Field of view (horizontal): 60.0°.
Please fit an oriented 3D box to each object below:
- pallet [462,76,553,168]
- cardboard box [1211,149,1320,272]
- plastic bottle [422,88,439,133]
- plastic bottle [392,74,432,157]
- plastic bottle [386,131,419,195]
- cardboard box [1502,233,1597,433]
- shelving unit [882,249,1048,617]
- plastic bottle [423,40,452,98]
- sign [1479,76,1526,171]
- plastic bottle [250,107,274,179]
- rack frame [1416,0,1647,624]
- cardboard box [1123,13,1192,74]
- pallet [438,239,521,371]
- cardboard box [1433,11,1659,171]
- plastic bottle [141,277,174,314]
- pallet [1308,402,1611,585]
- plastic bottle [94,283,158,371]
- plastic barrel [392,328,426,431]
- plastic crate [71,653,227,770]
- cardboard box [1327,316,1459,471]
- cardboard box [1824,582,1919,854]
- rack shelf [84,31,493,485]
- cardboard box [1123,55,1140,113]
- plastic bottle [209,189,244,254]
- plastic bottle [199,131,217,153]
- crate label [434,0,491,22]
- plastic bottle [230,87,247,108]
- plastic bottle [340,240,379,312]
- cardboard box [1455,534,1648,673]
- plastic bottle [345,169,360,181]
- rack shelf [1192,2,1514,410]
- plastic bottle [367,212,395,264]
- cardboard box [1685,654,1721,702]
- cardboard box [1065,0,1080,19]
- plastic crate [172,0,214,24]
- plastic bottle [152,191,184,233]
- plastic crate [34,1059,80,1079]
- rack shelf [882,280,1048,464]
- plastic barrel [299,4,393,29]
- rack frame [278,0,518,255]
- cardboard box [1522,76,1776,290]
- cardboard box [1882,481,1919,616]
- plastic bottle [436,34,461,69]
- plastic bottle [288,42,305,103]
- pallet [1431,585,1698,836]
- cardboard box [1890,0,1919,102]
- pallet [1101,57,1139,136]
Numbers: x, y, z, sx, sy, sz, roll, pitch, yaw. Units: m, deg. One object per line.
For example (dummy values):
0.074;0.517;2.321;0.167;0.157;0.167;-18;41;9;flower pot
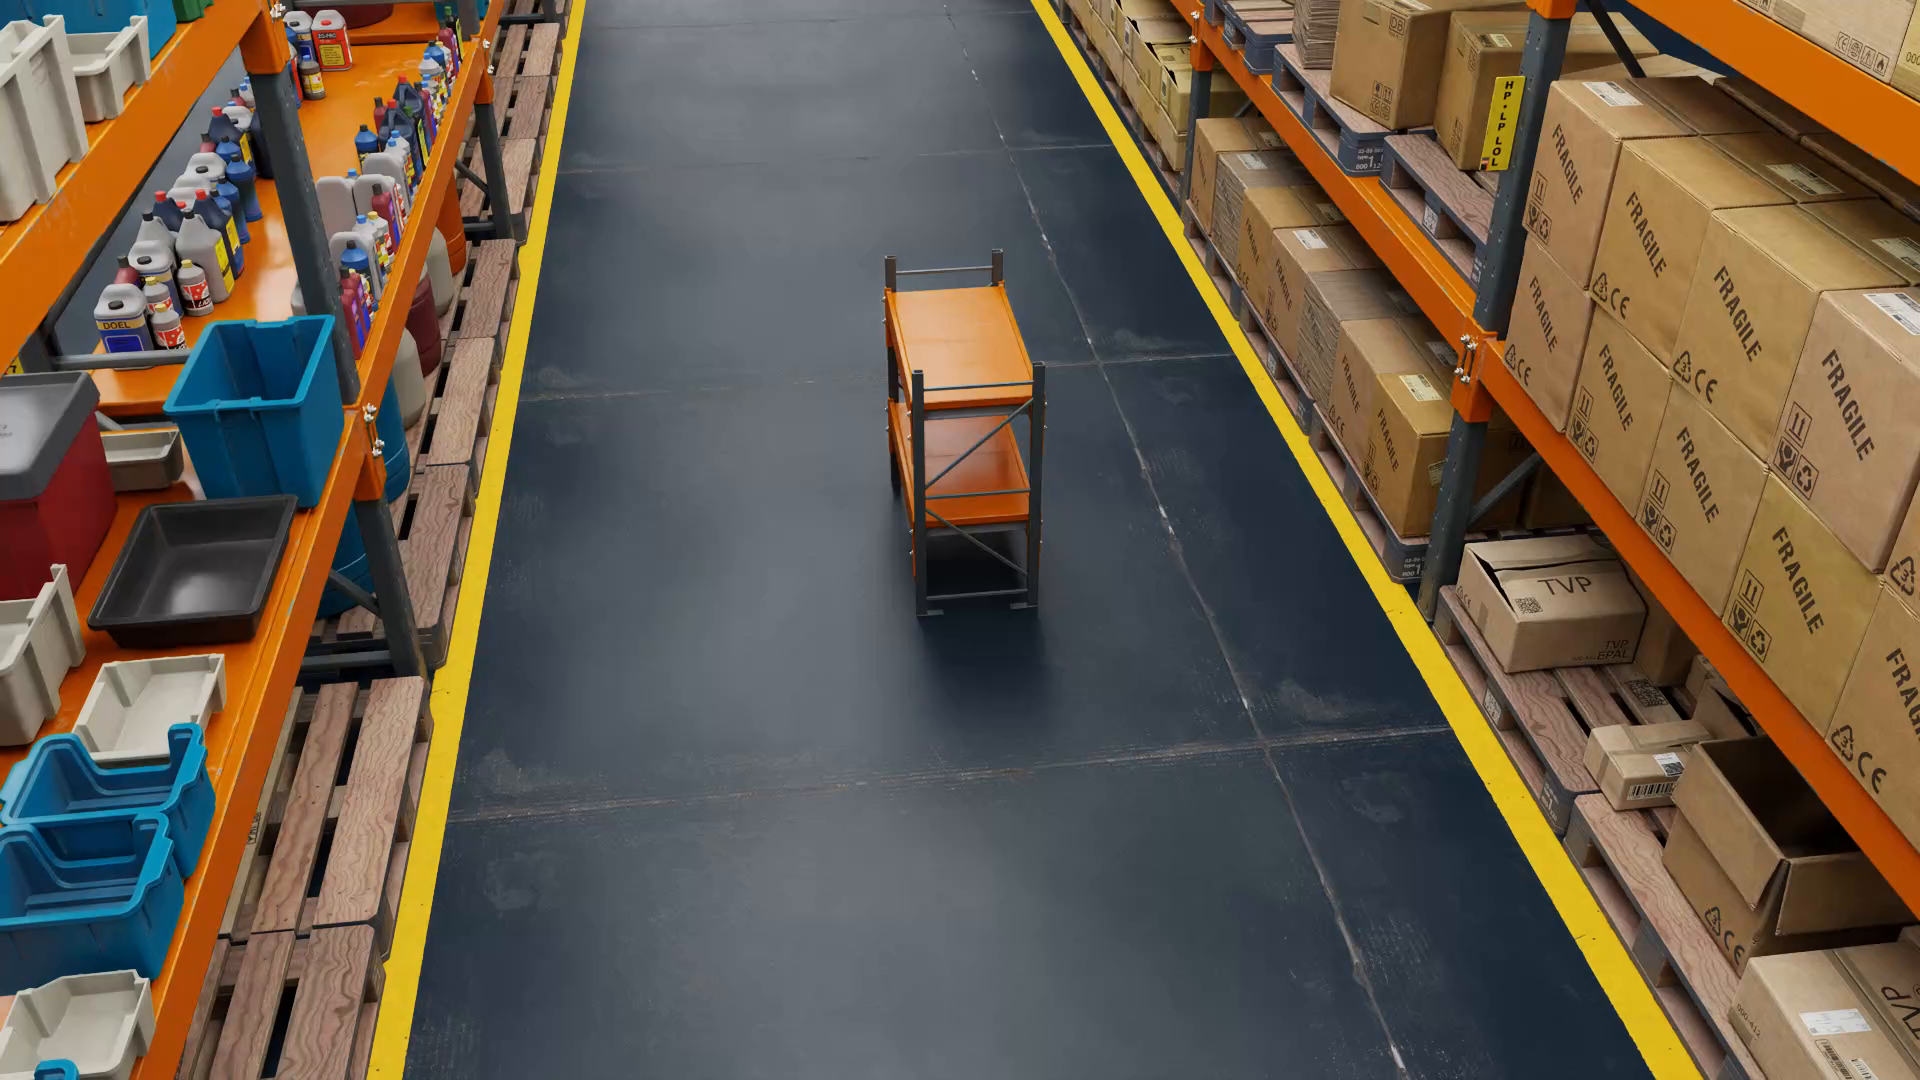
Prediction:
-3.292;-2.792;11.160;1.003;0.211;1.213;-4;35;-6;pallet
1.698;-1.784;9.034;0.500;0.500;0.500;-6;35;-8;cardboard box
-2.468;-1.979;7.667;0.097;0.201;0.097;0;34;0;plastic bottle
-2.454;-1.886;7.398;0.144;0.351;0.185;-4;35;-6;plastic bottle
-2.369;-1.599;7.047;0.097;0.271;0.097;0;34;0;plastic bottle
2.180;-0.707;5.535;0.500;0.500;0.500;-4;34;-5;cardboard box
0.001;-0.461;6.928;0.538;1.125;1.048;-4;35;-6;shelving unit
-2.533;-2.280;8.046;0.097;0.271;0.097;0;34;0;plastic bottle
1.832;-1.405;5.620;0.100;0.325;0.005;-4;35;-6;sign
-2.991;-1.767;7.223;0.144;0.351;0.185;-4;35;-6;plastic bottle
2.382;-0.971;6.011;1.000;3.000;0.127;-4;35;-6;rack frame
1.388;-3.317;11.024;0.500;0.311;0.500;-5;35;-7;cardboard box
-2.918;-1.241;8.883;1.003;0.211;1.213;-4;35;-6;pallet
2.384;-1.846;6.833;0.700;0.500;0.500;1;34;1;cardboard box
-2.901;-0.853;6.014;0.097;0.201;0.097;0;34;0;plastic bottle
2.235;-0.269;7.458;1.003;0.211;1.213;-4;35;-6;pallet
-2.900;-0.742;5.785;0.152;0.276;0.135;-4;35;-6;plastic bottle
-2.666;-0.765;7.545;0.421;0.512;0.421;0;34;0;plastic barrel
-1.995;0.435;4.128;0.293;0.136;0.466;-4;35;-6;plastic crate
1.973;-0.650;7.369;0.500;0.500;0.500;-4;35;-6;cardboard box
2.455;0.423;3.877;0.500;0.500;0.500;-4;34;-6;cardboard box
-2.796;-1.416;7.304;1.077;0.370;4.000;-4;35;-6;rack shelf
1.394;-3.084;11.180;0.500;0.250;0.500;-4;34;-5;cardboard box
-2.896;-1.245;6.528;0.097;0.271;0.097;0;34;0;plastic bottle
-3.143;-1.560;6.980;0.061;0.283;0.133;-4;35;-6;plastic bottle
-2.750;-3.024;9.173;0.303;0.233;0.416;-4;35;-6;crate label
-3.217;-1.867;7.430;0.061;0.283;0.133;-4;35;-6;plastic bottle
-2.218;-0.973;6.129;0.097;0.271;0.097;0;34;0;plastic bottle
2.224;0.209;6.276;0.500;0.311;0.500;-4;35;-6;cardboard box
-2.489;-1.429;6.860;0.097;0.201;0.097;0;34;0;plastic bottle
2.113;-1.790;7.851;1.077;0.370;4.000;-4;35;-6;rack shelf
-2.276;-1.182;6.498;0.097;0.201;0.097;0;34;0;plastic bottle
2.849;0.527;5.954;0.380;0.149;0.250;-4;35;-6;cardboard box
1.115;-4.228;12.860;0.500;0.250;0.500;-5;35;-8;cardboard box
-2.171;-1.536;4.365;0.450;0.188;0.662;-4;35;-6;plastic crate
-3.000;-1.169;6.345;0.144;0.351;0.185;-4;35;-6;plastic bottle
-1.785;1.149;2.996;0.416;0.233;0.300;-4;35;-6;plastic crate
0.001;-0.703;6.763;0.538;0.278;1.000;-4;35;-6;rack shelf
-3.428;-3.122;9.047;0.600;0.536;0.708;-4;35;-6;plastic barrel
-3.065;-2.830;8.739;1.000;3.000;0.127;-4;35;-6;rack frame
2.166;-1.141;5.284;0.500;0.500;0.500;-4;34;-5;cardboard box
2.444;0.009;3.597;0.500;0.500;0.500;-3;34;-5;cardboard box
-2.590;-2.489;8.414;0.097;0.201;0.097;0;34;0;plastic bottle
-3.265;-2.254;8.005;0.152;0.276;0.135;-4;35;-6;plastic bottle
2.473;0.565;6.234;1.003;0.211;1.213;-4;35;-6;pallet
2.402;-1.021;3.554;0.500;0.250;0.500;-4;35;-6;cardboard box
1.611;-3.192;11.747;1.003;0.211;1.213;-4;35;-6;pallet
